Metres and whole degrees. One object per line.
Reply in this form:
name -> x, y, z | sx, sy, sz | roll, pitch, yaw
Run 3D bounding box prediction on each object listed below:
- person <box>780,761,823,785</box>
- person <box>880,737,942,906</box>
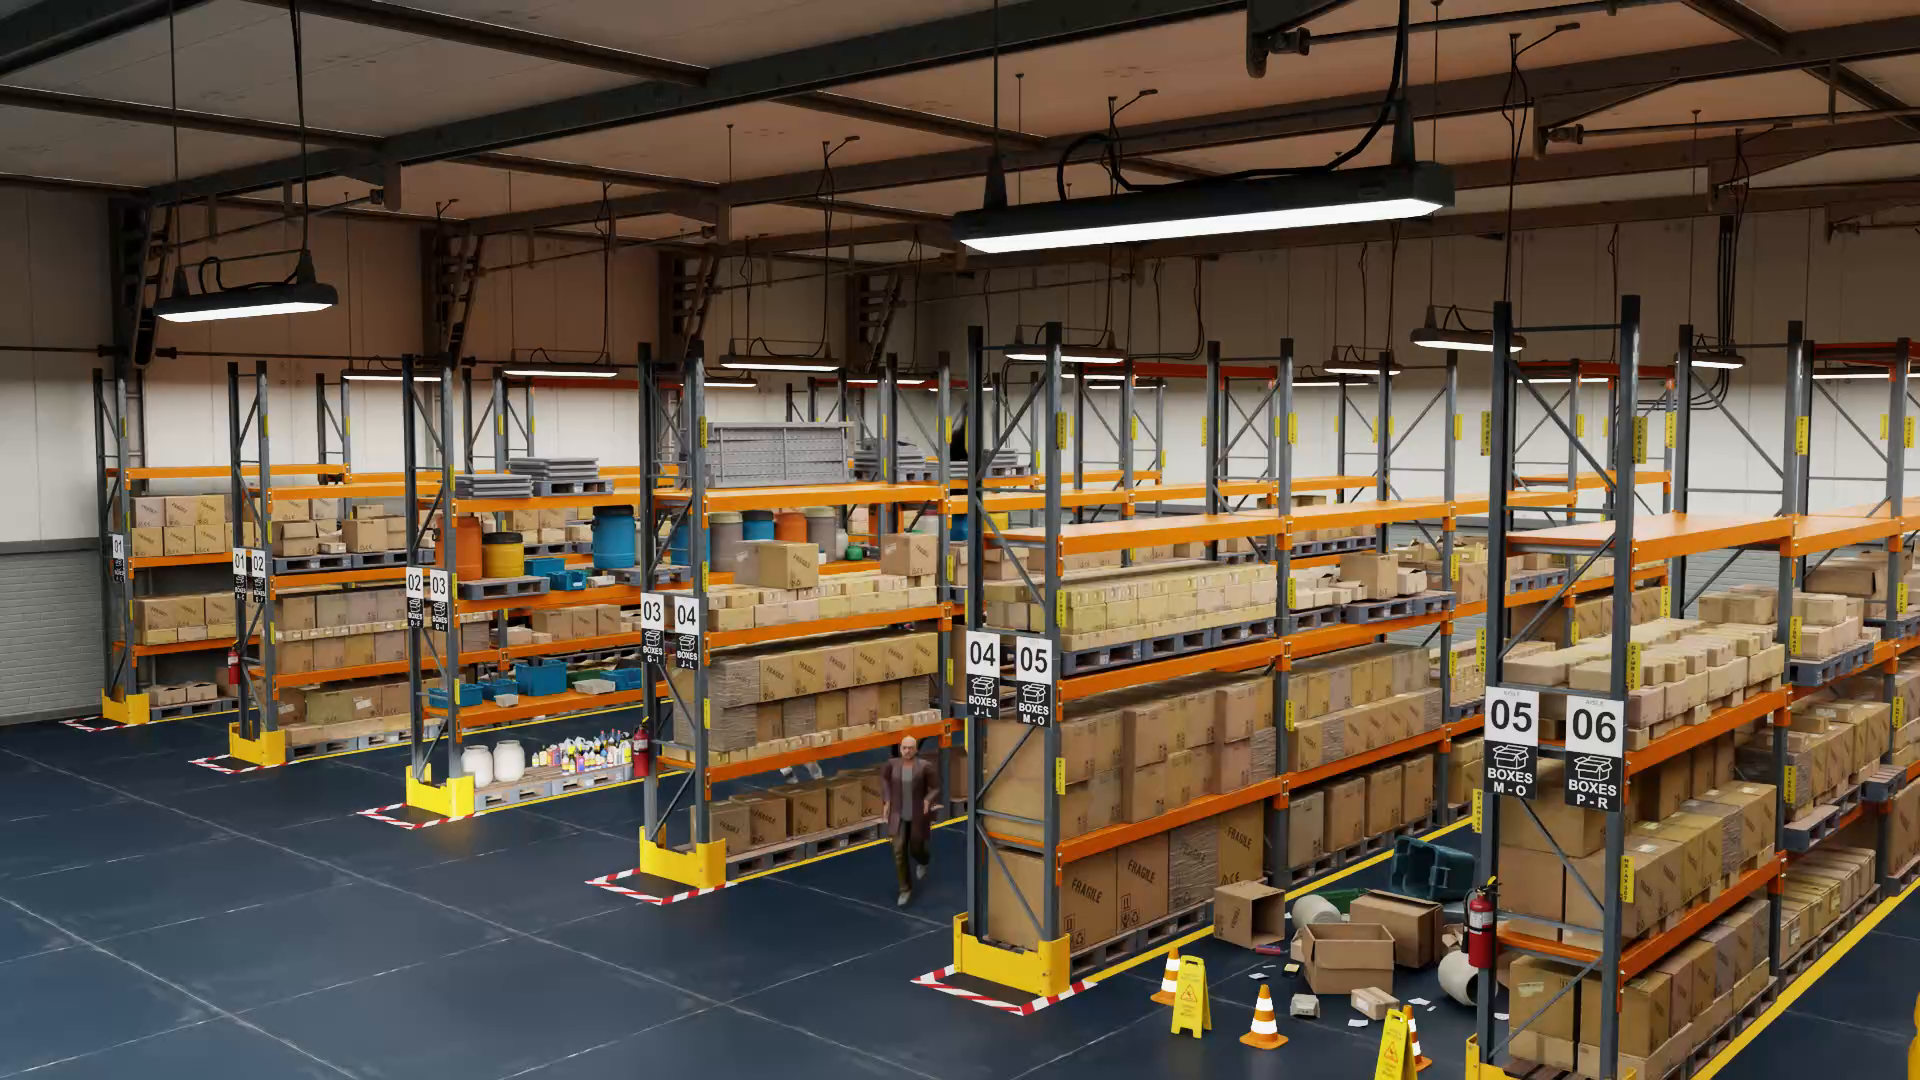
person -> -2.165, 2.643, 22.302 | 0.643, 1.721, 0.922 | 4, 5, 40
person -> -0.535, 3.072, 17.978 | 0.693, 1.564, 0.957 | 1, 4, 9
